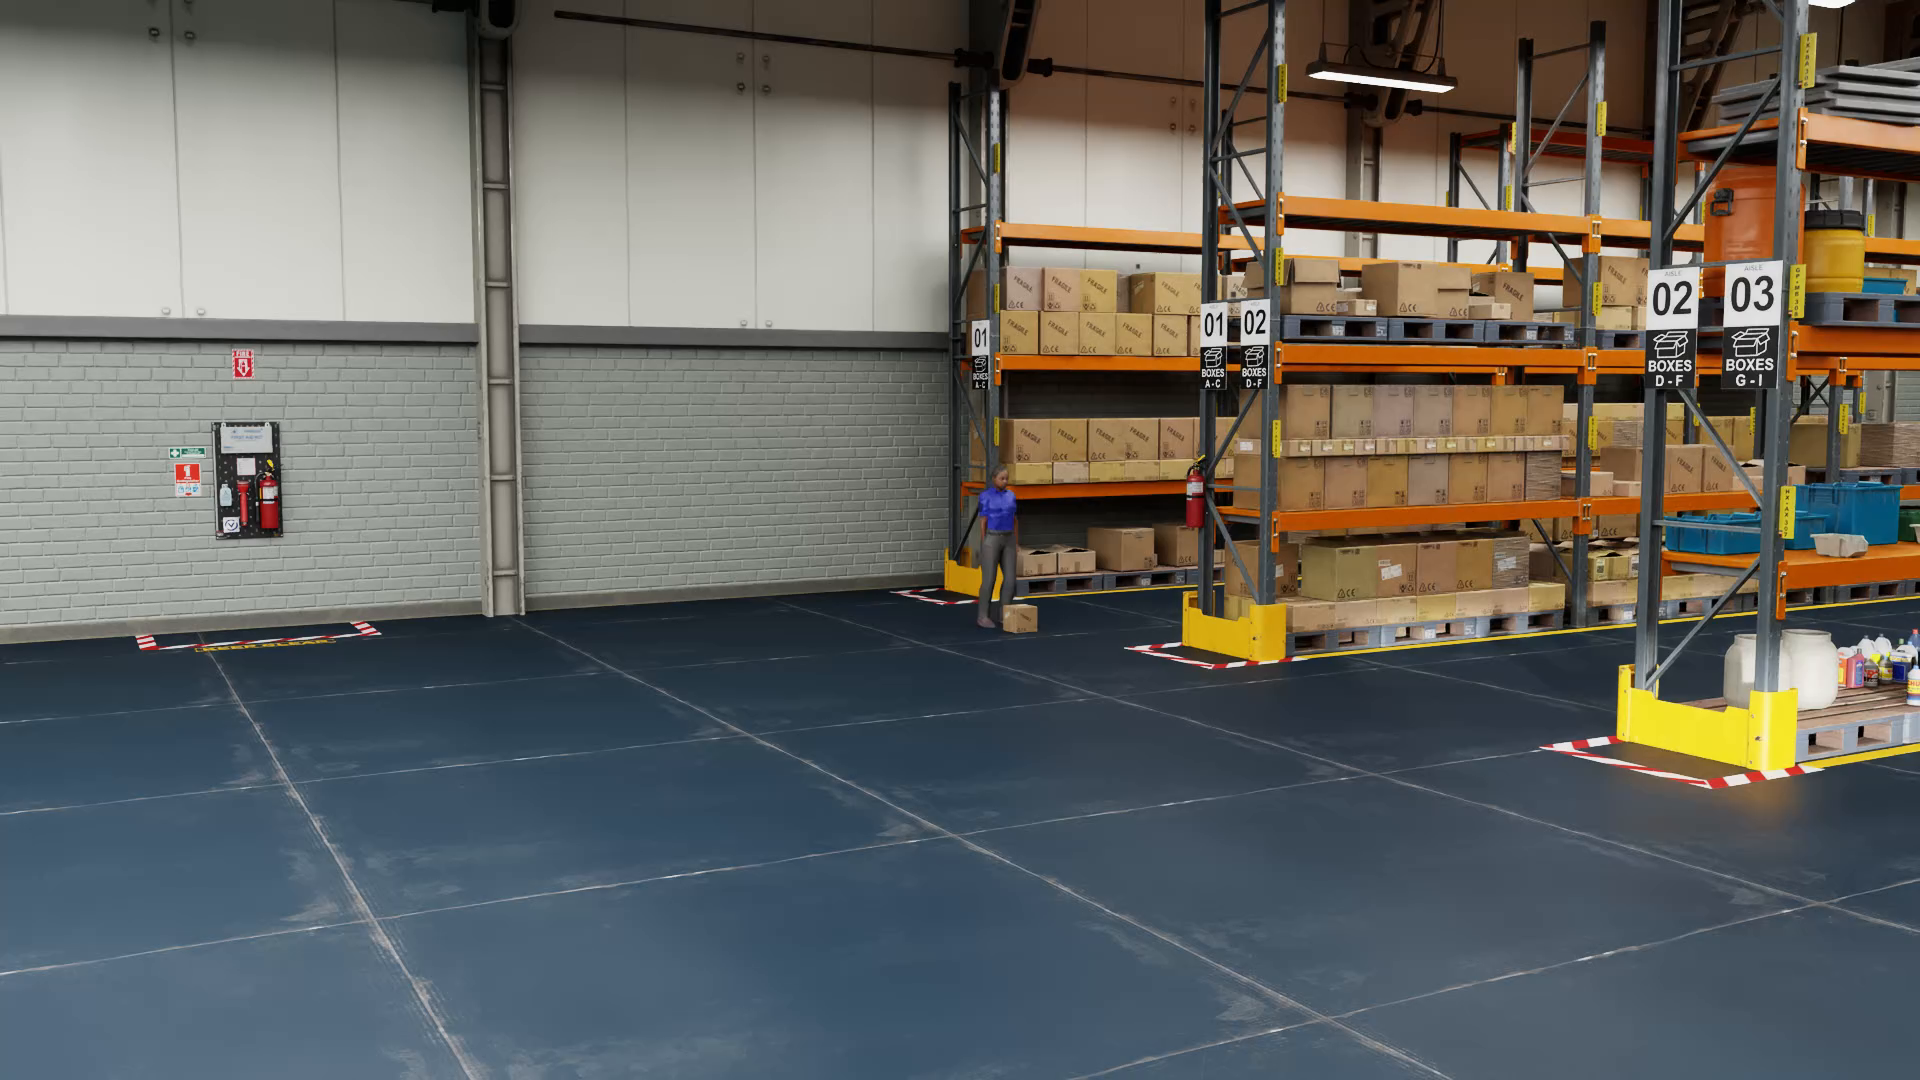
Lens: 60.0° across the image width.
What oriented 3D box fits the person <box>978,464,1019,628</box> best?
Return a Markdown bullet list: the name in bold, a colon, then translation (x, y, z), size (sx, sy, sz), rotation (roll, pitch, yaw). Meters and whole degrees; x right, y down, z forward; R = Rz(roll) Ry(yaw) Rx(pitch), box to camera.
- **person**: translation (0.407, 0.060, 16.978), size (0.438, 1.666, 0.308), rotation (-3, 6, -28)
